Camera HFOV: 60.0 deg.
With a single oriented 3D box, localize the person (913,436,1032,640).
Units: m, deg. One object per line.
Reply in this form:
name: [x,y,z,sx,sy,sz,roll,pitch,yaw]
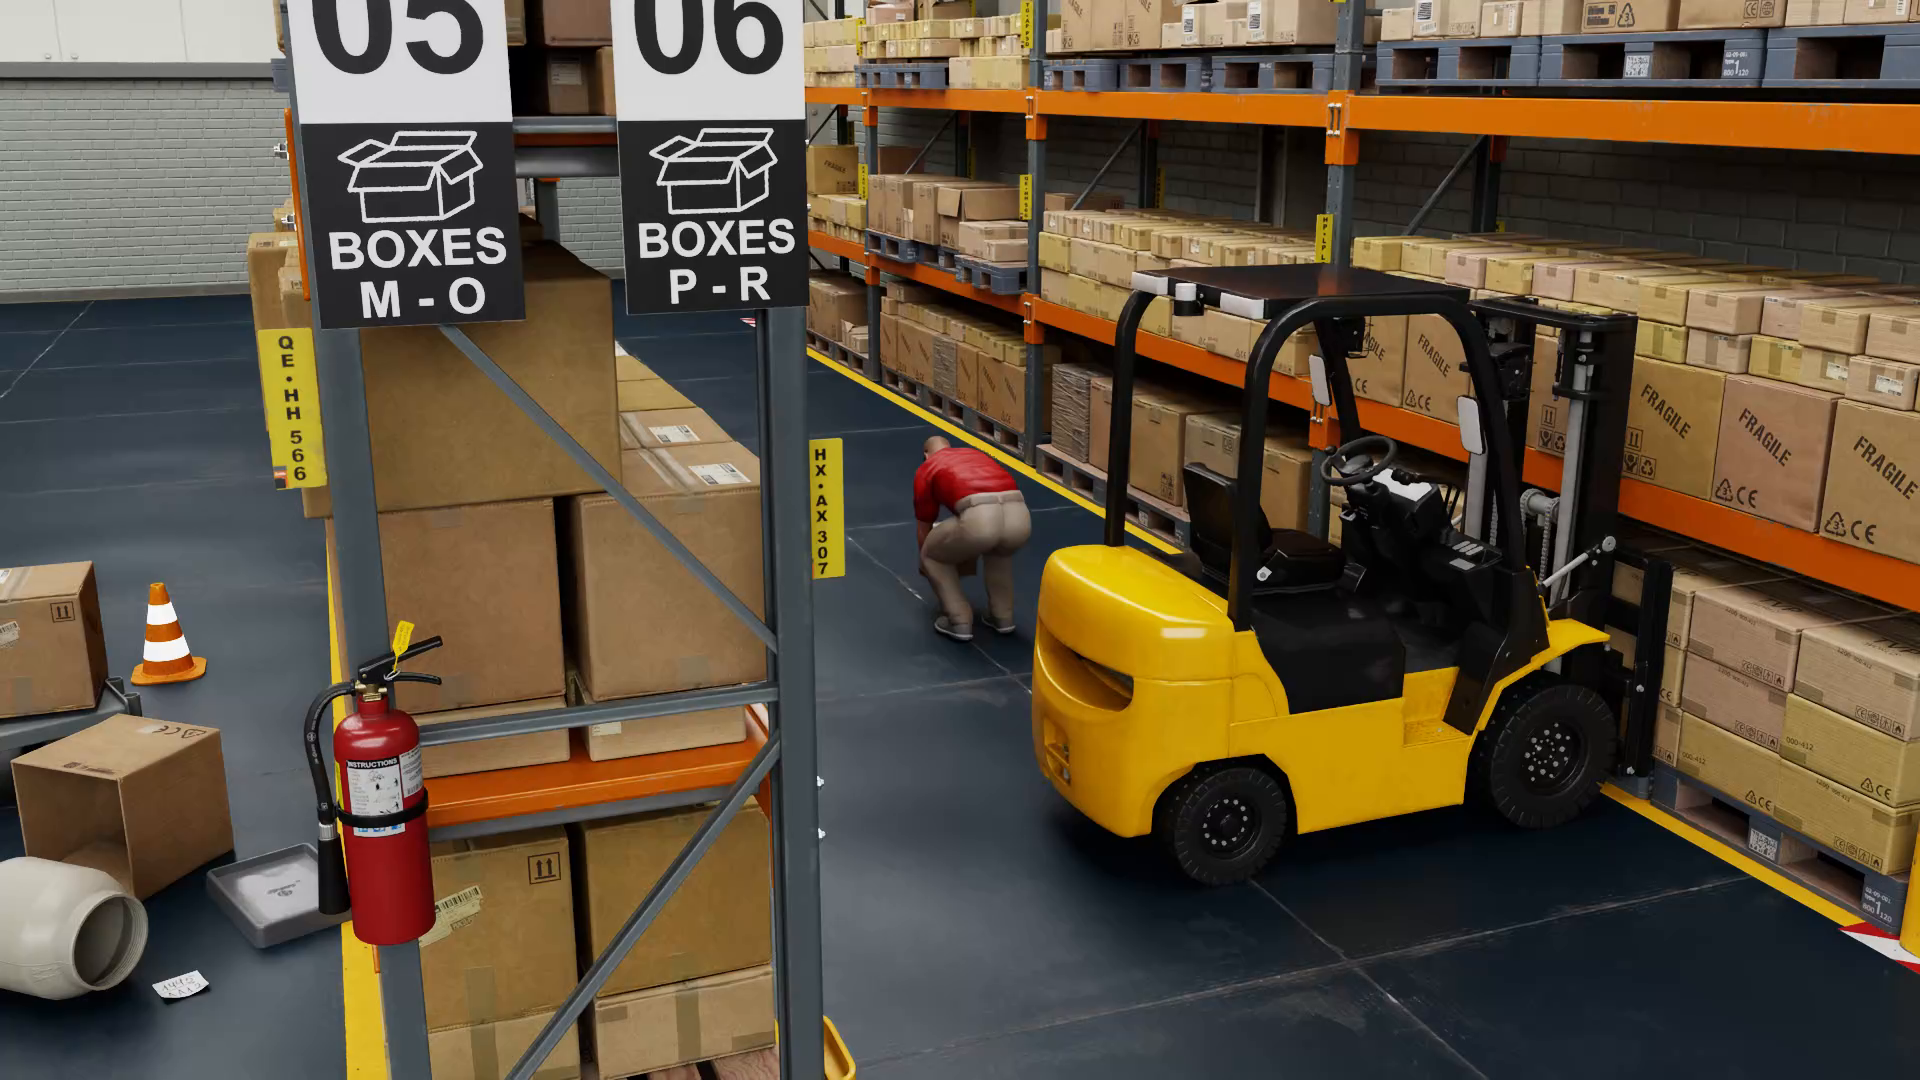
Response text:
person: [0.036,-0.012,9.008,0.536,0.981,0.930,-7,17,-22]
